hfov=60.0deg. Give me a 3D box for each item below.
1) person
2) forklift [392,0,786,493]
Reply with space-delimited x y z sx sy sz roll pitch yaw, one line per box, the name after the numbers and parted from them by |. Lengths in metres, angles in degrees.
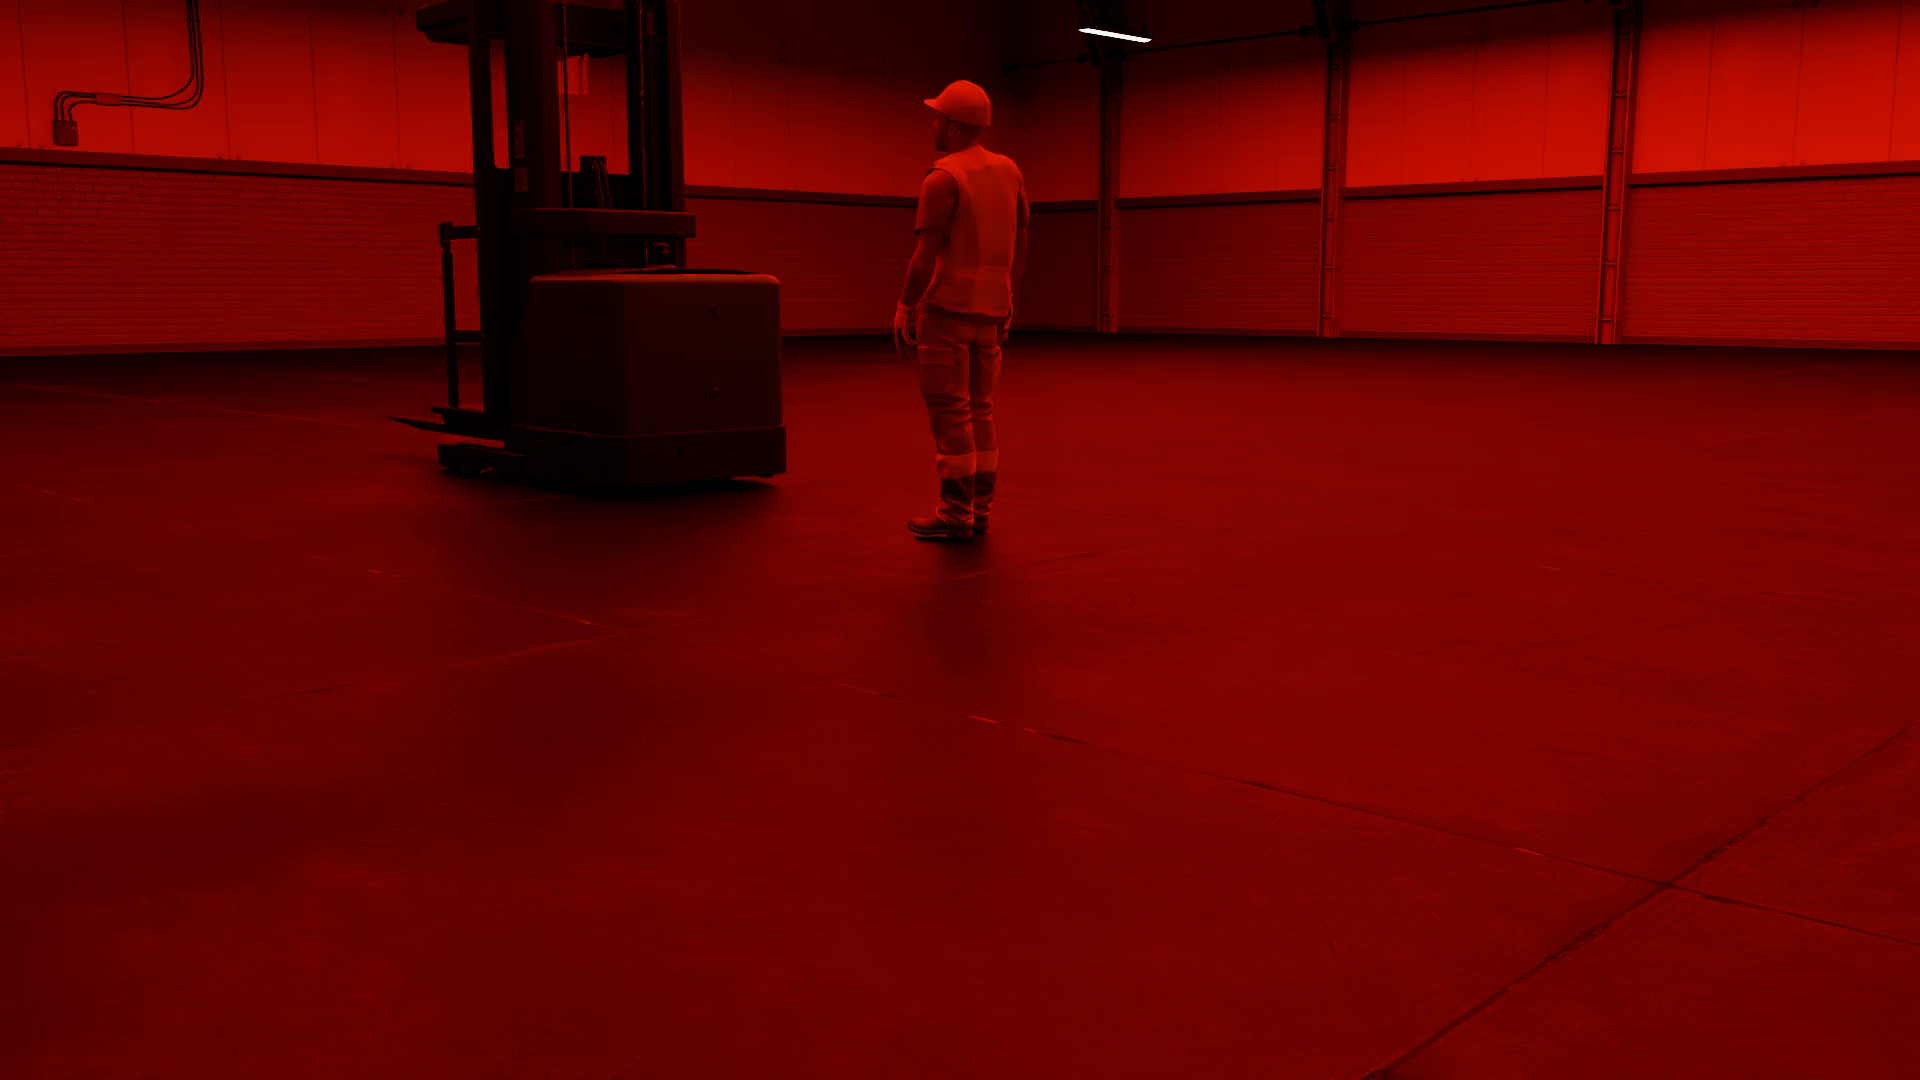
-0.049 -0.902 6.647 0.564 1.787 0.637 8 12 43 | person
-2.243 -1.845 9.130 1.130 2.935 3.031 -7 11 -41 | forklift
